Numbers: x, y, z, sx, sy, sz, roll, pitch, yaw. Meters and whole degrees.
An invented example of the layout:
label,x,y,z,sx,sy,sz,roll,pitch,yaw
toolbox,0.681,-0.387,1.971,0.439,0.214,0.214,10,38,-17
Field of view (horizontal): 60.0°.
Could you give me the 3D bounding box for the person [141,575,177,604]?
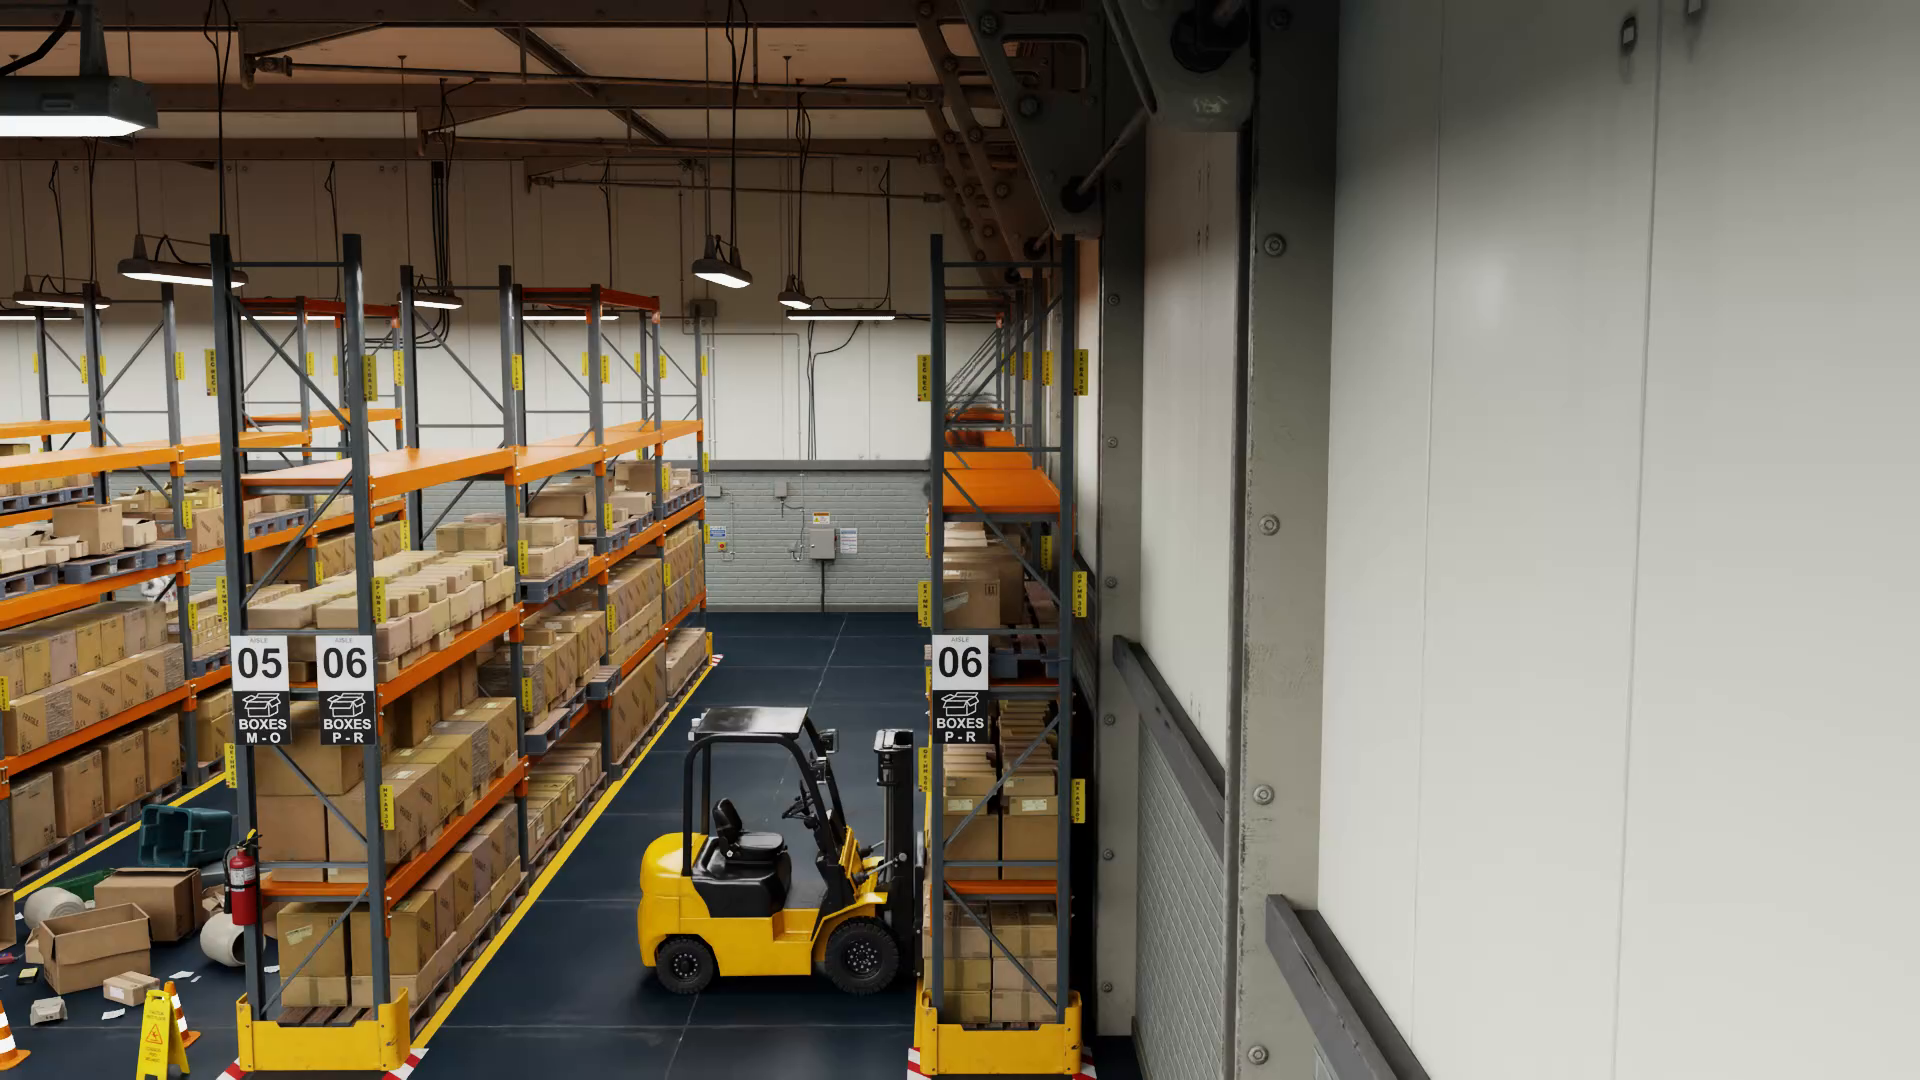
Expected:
label,x,y,z,sx,sy,sz,roll,pitch,yaw
person,-14.041,1.118,29.161,0.725,1.719,0.687,2,7,18
